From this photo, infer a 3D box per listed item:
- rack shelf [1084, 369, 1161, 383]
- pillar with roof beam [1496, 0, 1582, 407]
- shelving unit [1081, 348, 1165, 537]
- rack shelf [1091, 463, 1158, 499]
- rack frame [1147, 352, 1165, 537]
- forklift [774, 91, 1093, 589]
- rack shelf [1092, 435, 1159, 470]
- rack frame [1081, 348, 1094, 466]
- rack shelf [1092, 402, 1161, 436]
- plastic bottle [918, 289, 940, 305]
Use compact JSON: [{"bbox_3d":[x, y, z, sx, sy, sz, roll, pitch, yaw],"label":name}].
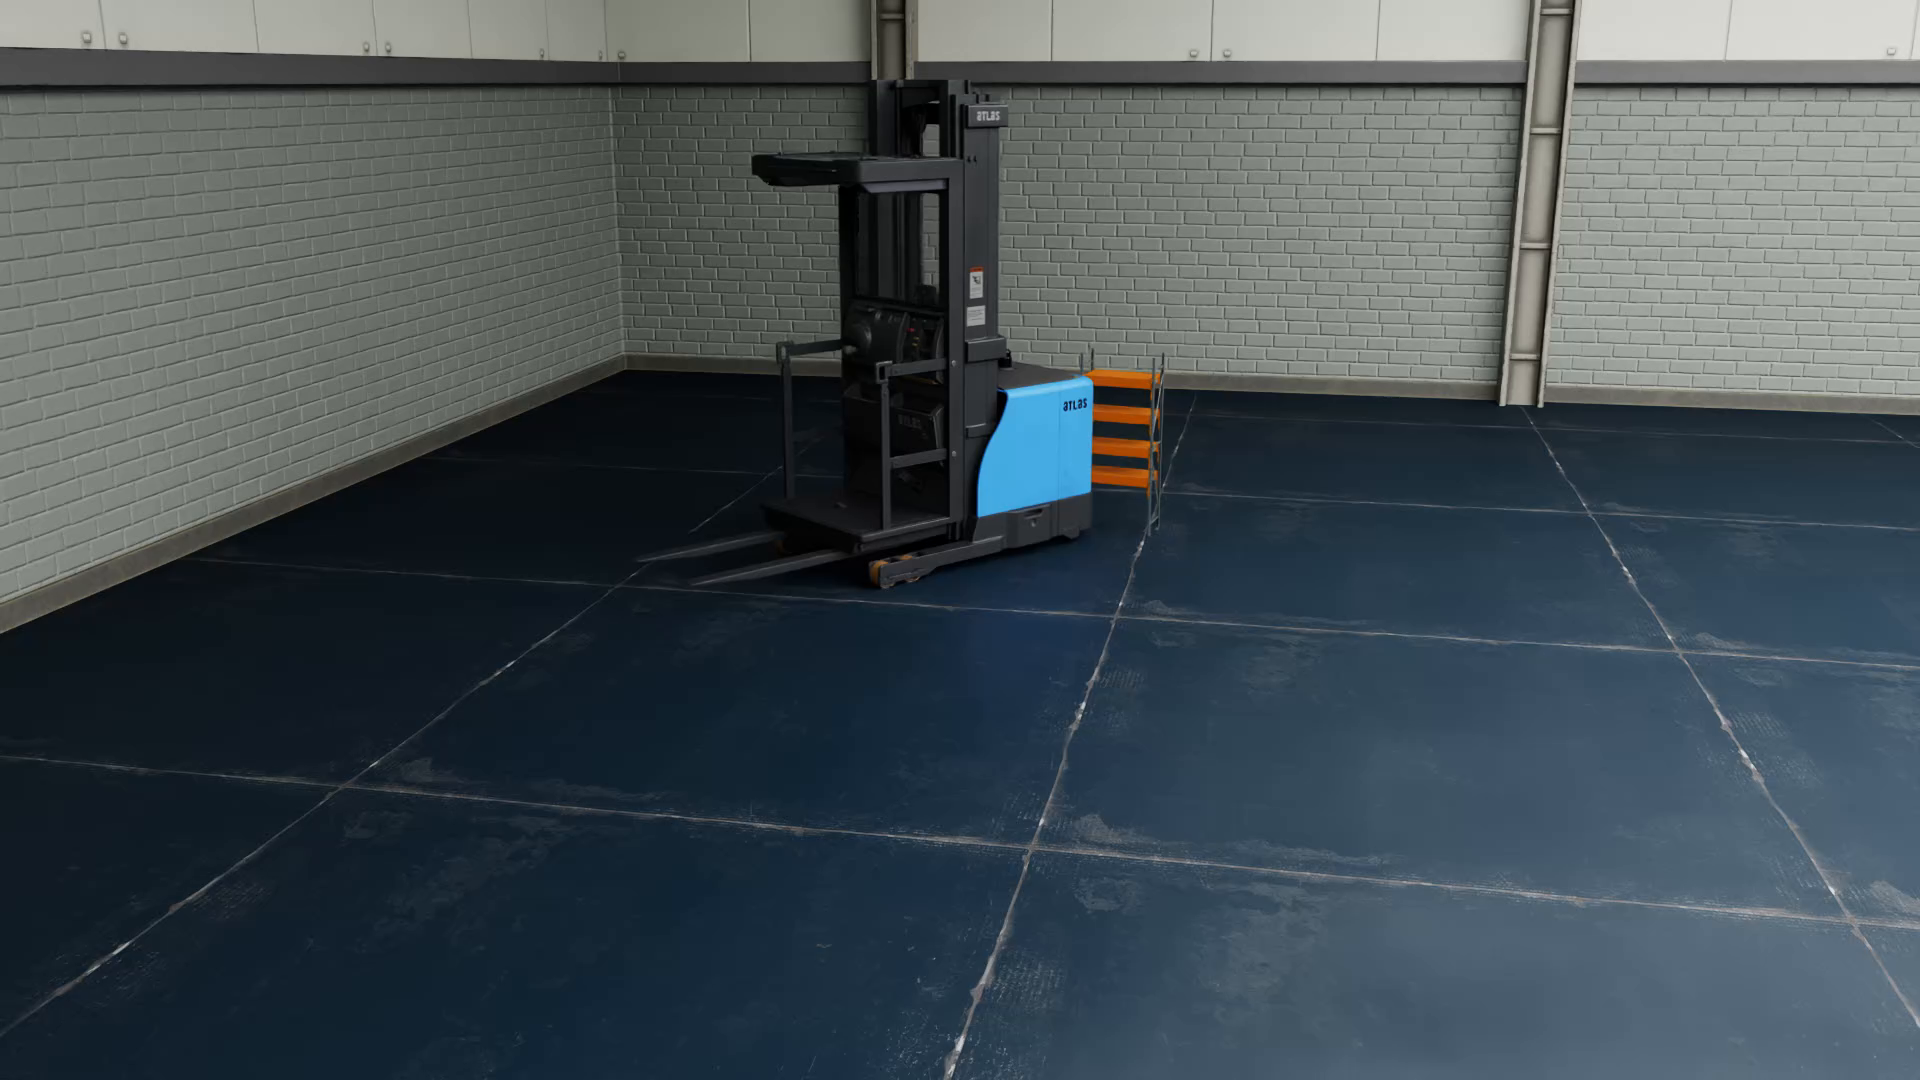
[{"bbox_3d":[1.073,-1.071,10.993,0.457,0.050,0.221,6,17,22],"label":"rack shelf"},{"bbox_3d":[4.397,-4.493,10.357,0.400,9.000,9.100,3,16,11],"label":"pillar with roof beam"},{"bbox_3d":[14.147,-0.214,8.115,26.944,1.949,4.800,6,17,22],"label":"shelving unit"},{"bbox_3d":[1.073,-0.399,11.179,0.480,0.148,0.258,6,17,22],"label":"rack shelf"},{"bbox_3d":[1.298,-0.630,11.017,0.015,1.200,0.240,6,17,22],"label":"rack frame"},{"bbox_3d":[-0.151,-1.342,10.467,1.939,2.867,1.129,-13,20,-39],"label":"forklift"},{"bbox_3d":[14.152,-0.434,8.051,26.933,1.490,4.800,6,17,22],"label":"rack shelf"},{"bbox_3d":[0.848,-0.680,11.199,0.015,1.200,0.240,6,17,22],"label":"rack frame"},{"bbox_3d":[1.073,-0.805,11.066,0.480,0.148,0.258,6,17,22],"label":"rack shelf"},{"bbox_3d":[18.308,0.601,4.766,38.854,1.202,4.534,3,16,11],"label":"plastic bottle"}]
